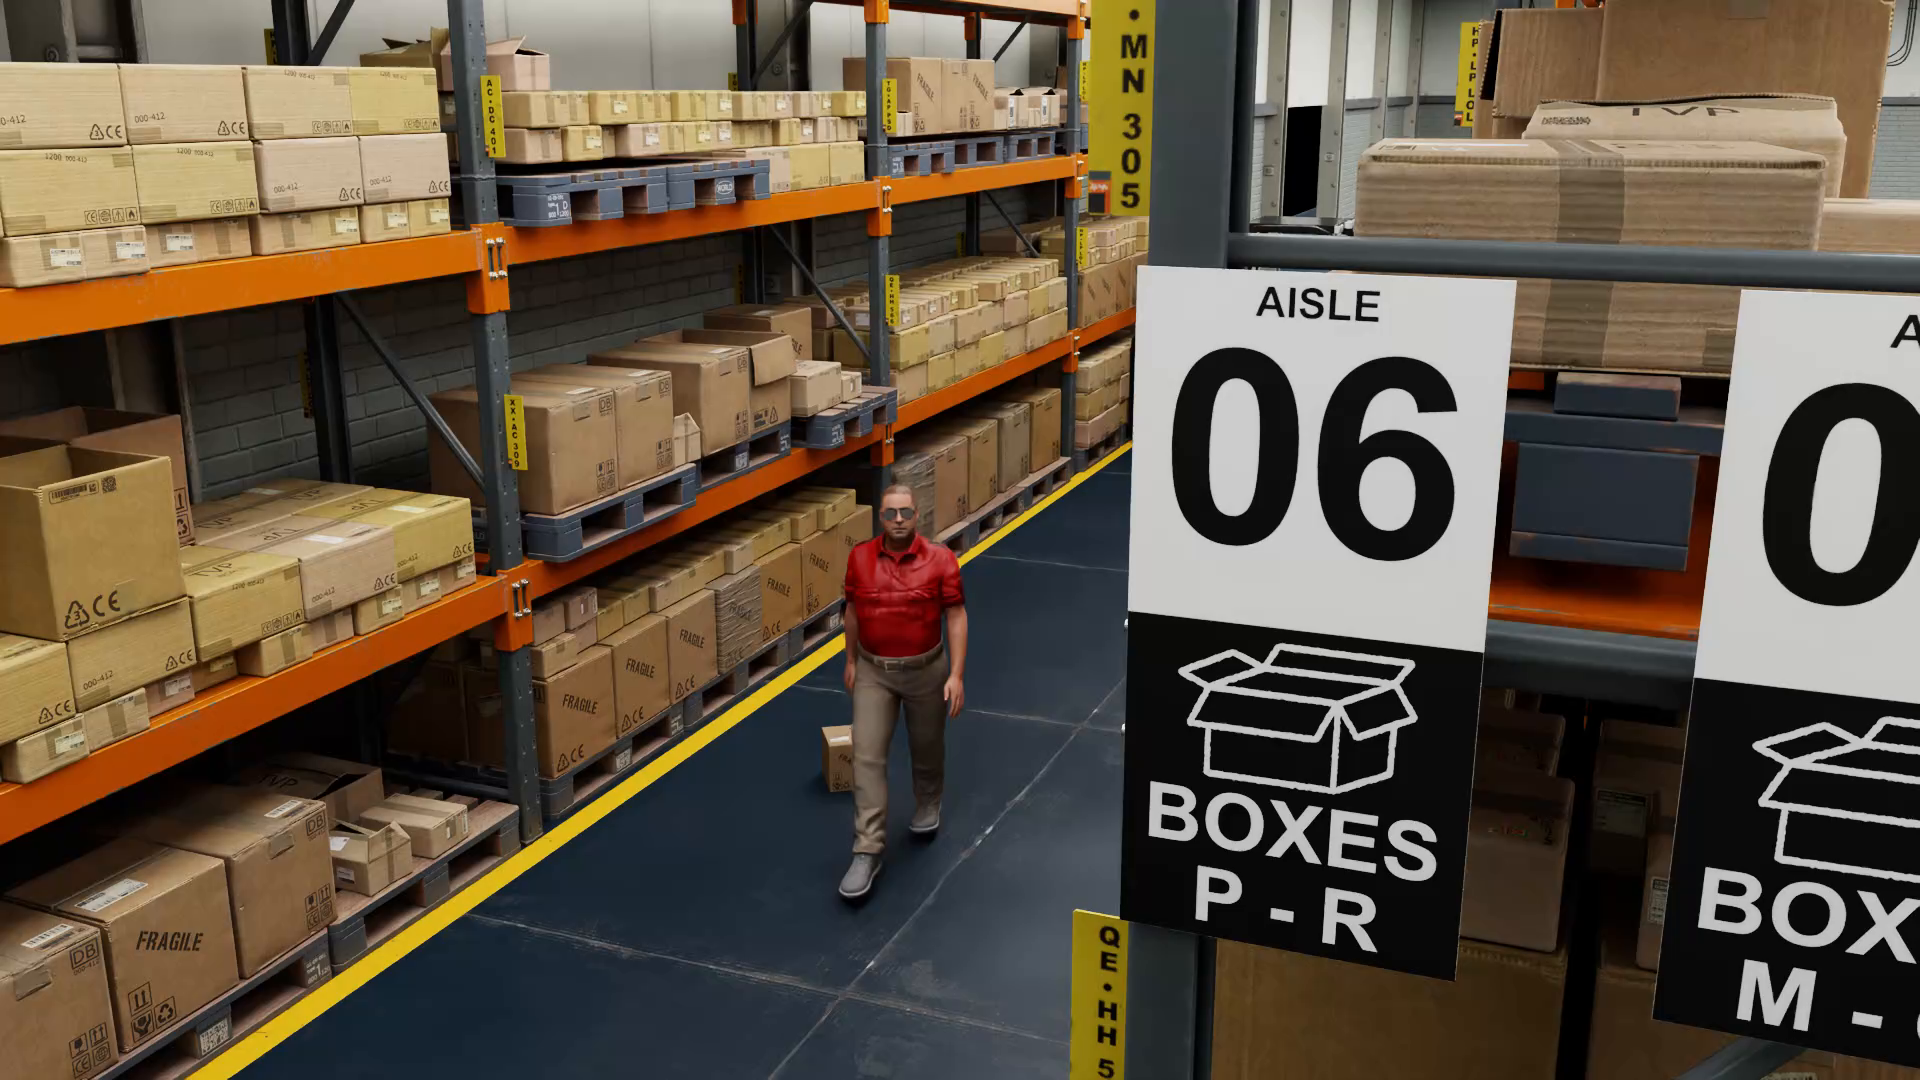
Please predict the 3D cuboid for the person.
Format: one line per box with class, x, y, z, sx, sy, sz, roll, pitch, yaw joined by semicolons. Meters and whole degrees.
person;-0.263;0.606;7.282;0.586;1.677;0.973;1;15;5
